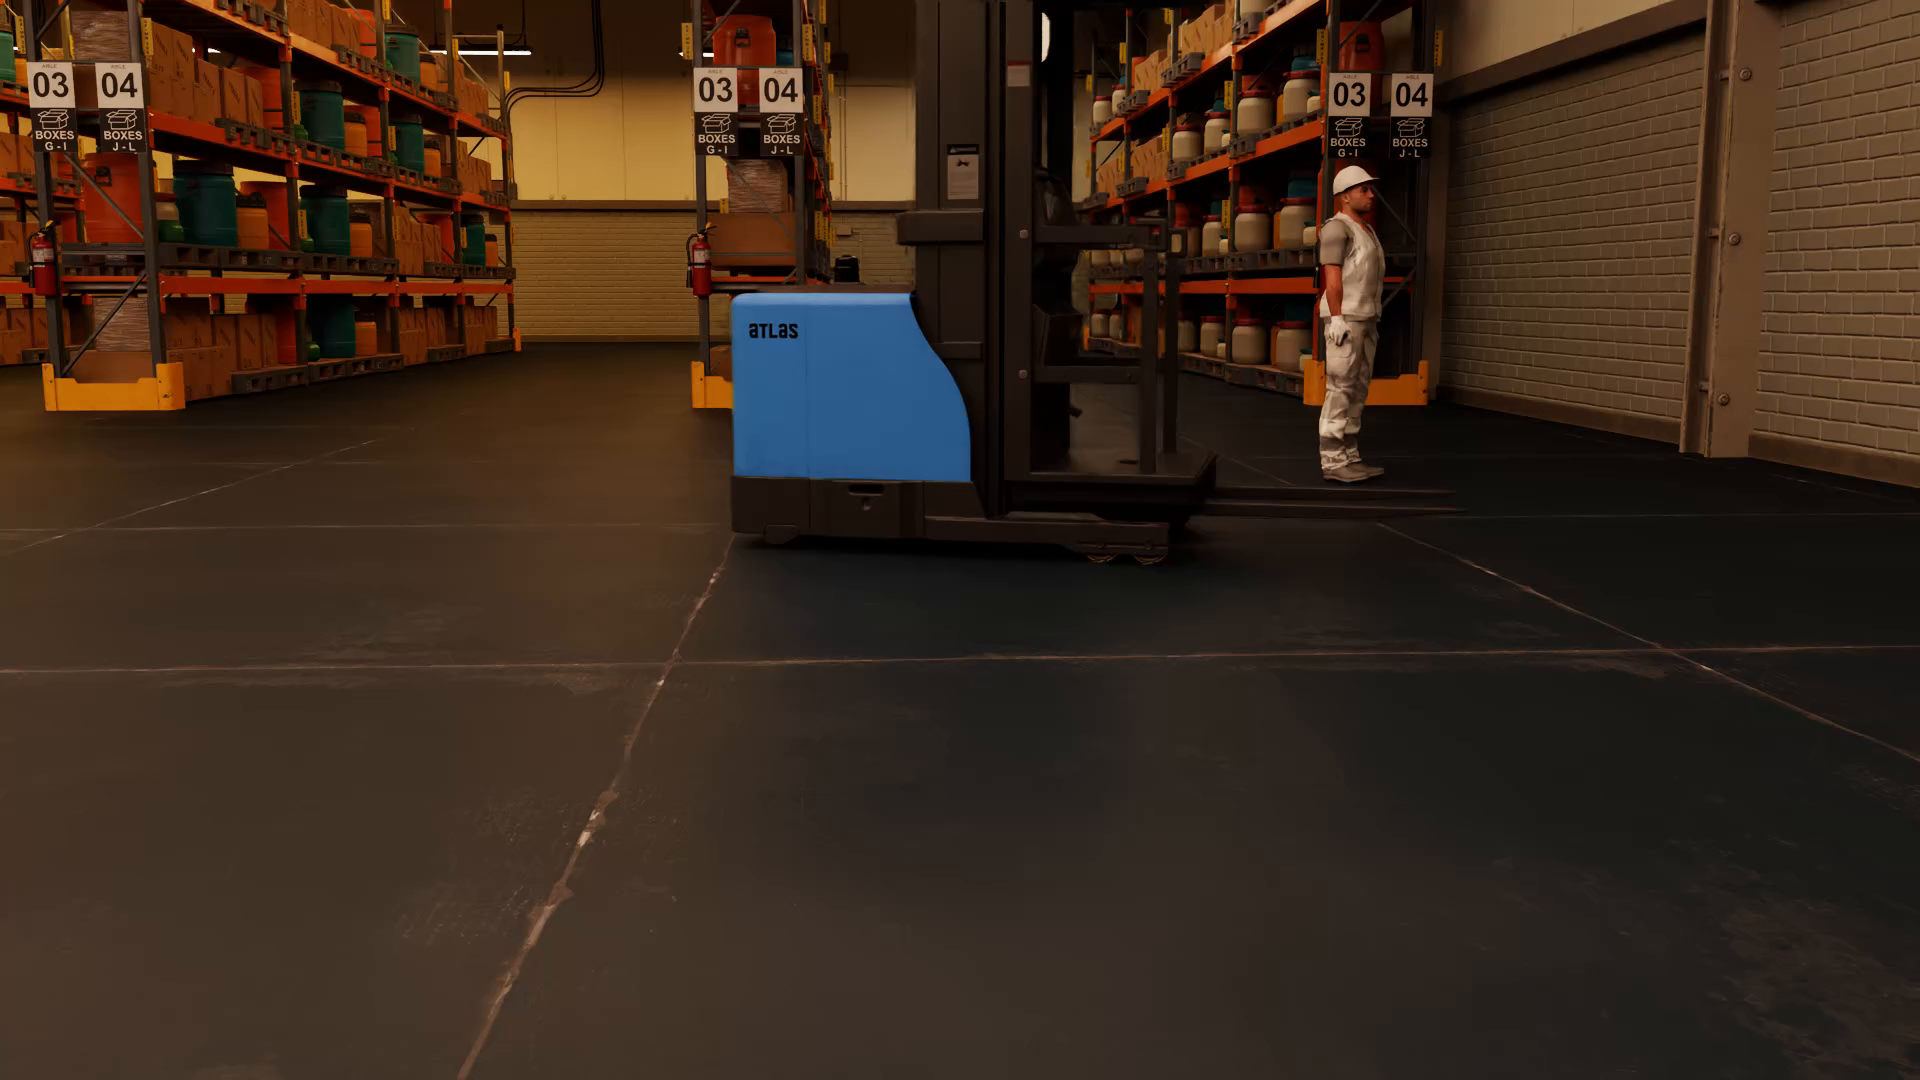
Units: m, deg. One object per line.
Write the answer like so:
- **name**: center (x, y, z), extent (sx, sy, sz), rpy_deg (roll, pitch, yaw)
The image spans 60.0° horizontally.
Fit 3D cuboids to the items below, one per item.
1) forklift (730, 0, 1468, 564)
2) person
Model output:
- **forklift**: center (0.593, -1.437, 7.011), extent (3.031, 2.935, 1.130), rpy_deg (2, 9, 12)
- **person**: center (2.282, -1.244, 9.598), extent (0.371, 1.795, 0.534), rpy_deg (6, 10, 33)
